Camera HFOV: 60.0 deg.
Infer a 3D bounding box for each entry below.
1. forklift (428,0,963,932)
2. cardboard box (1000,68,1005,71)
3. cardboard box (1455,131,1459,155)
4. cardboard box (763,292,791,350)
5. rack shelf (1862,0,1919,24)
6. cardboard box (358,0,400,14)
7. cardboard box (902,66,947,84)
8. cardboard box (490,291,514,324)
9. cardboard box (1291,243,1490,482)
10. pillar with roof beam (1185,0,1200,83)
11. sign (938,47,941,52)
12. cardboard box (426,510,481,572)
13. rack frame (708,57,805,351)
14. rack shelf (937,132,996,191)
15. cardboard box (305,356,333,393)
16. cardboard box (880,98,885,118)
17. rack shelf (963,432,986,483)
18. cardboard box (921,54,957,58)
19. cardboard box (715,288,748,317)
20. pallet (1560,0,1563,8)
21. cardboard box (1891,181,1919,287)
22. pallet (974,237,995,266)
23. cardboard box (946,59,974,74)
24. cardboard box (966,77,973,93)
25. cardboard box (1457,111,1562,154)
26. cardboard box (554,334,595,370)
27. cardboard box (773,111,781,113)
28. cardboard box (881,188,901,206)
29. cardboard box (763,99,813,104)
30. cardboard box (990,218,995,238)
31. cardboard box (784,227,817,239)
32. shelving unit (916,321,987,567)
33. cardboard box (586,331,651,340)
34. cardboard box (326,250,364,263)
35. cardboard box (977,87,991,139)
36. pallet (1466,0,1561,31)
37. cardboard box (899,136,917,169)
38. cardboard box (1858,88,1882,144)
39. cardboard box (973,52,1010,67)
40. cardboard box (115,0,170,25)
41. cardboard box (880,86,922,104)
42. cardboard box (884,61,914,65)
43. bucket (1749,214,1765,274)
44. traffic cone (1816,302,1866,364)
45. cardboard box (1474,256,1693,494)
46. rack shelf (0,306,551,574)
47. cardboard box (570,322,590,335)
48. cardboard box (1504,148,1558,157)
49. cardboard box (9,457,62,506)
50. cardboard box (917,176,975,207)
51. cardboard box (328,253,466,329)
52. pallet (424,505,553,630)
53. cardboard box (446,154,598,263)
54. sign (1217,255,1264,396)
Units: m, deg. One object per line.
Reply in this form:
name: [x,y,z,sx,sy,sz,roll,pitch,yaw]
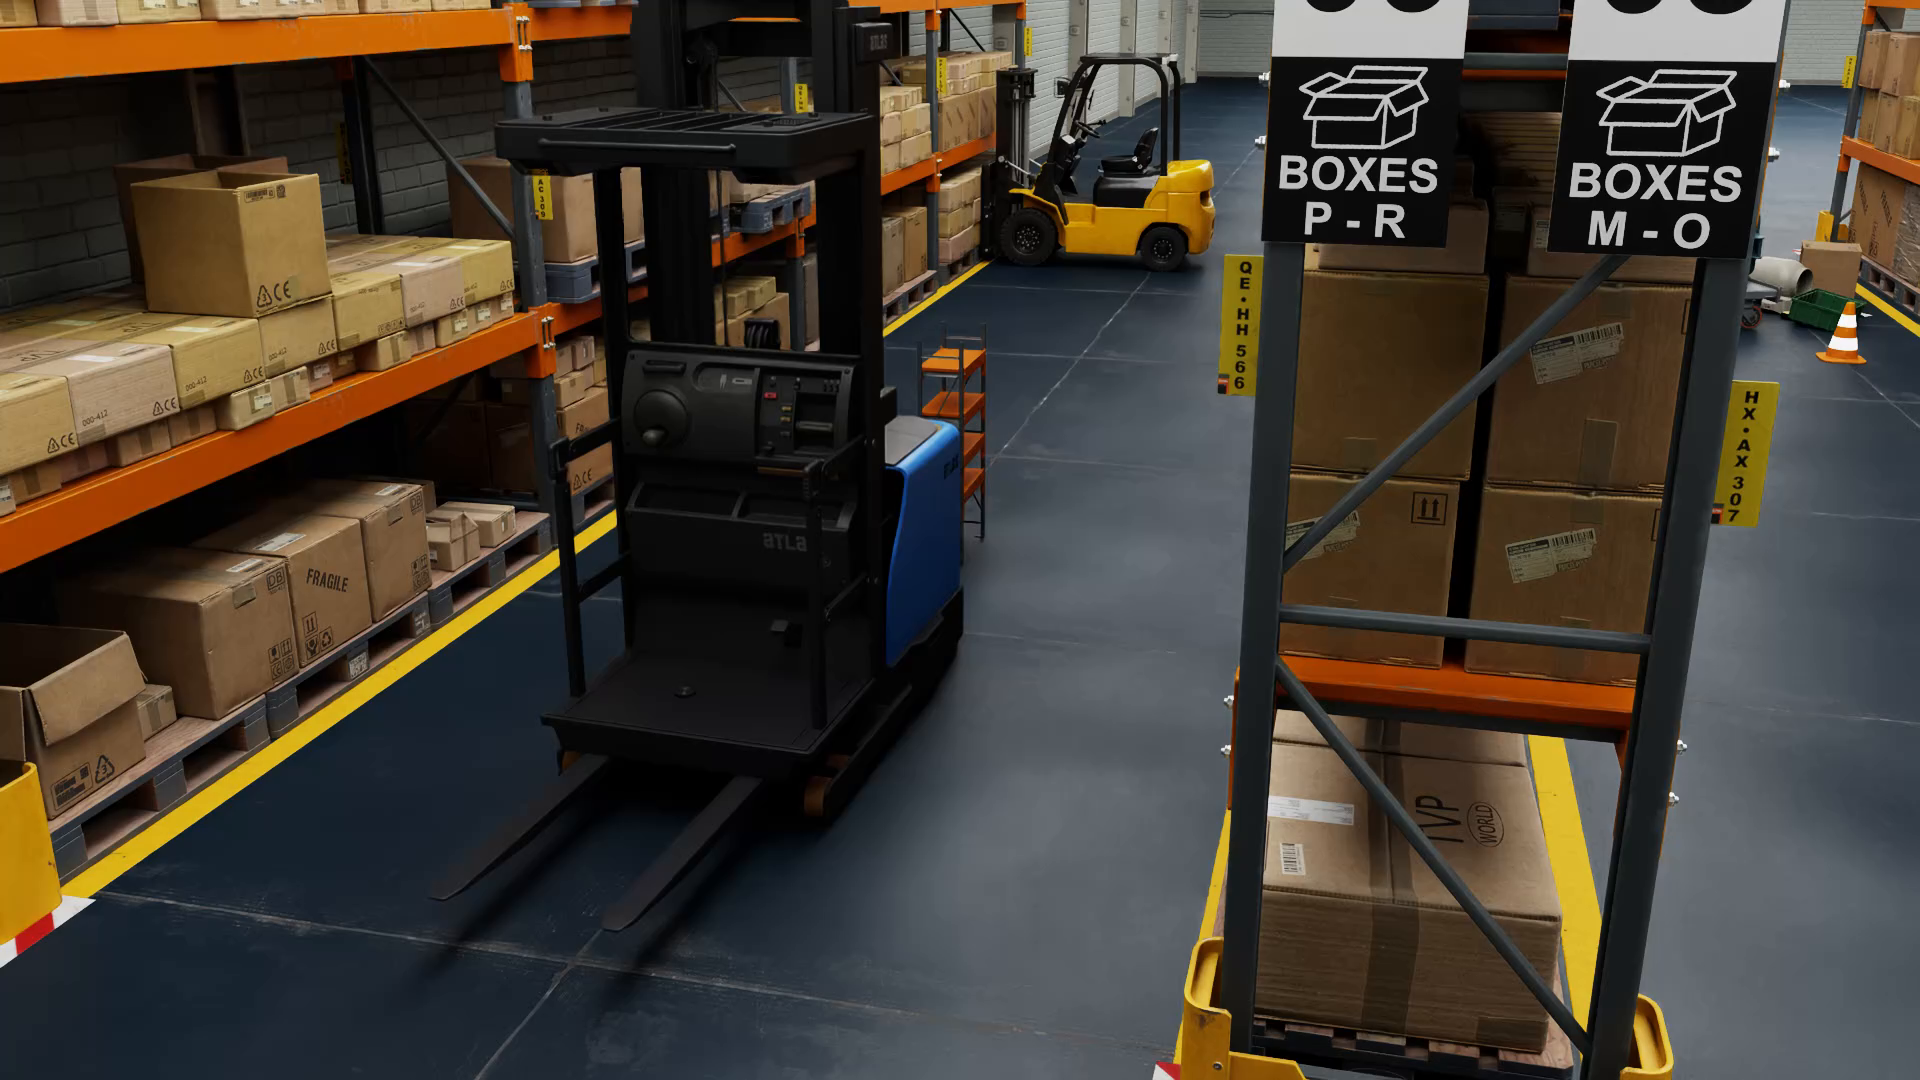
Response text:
forklift: [-0.907,-0.492,6.092,1.130,2.935,3.031,6,20,16]
cardboard box: [0.300,-5.255,18.775,0.380,0.149,0.250,5,19,14]
cardboard box: [1.559,-1.383,5.892,0.380,0.149,0.250,5,19,13]
cardboard box: [-1.580,-1.550,12.301,0.500,0.500,0.500,5,20,15]
rack shelf: [9.420,-4.893,15.344,1.077,0.370,4.000,5,19,13]
cardboard box: [-2.665,-2.358,7.197,0.380,0.149,0.250,5,19,13]
cardboard box: [-0.342,-4.509,16.128,0.380,0.149,0.250,5,20,14]
cardboard box: [-2.495,-1.191,8.422,0.380,0.149,0.250,5,19,14]
cardboard box: [1.061,-0.475,4.237,0.500,0.500,0.500,5,20,15]
pillar with roof beam: [10.730,-16.946,44.878,9.100,9.000,0.400,5,19,13]
sign: [-0.267,-5.684,19.725,0.100,0.325,0.005,5,19,13]
cardboard box: [-2.601,-0.025,8.200,0.396,0.266,0.258,5,20,15]
rack frame: [-1.685,-2.683,12.403,1.000,3.000,0.127,5,19,13]
rack shelf: [-0.219,-4.224,18.025,1.077,0.370,4.000,5,19,13]
cardboard box: [-2.890,-0.709,7.010,0.380,0.149,0.250,5,19,13]
cardboard box: [-0.849,-3.675,14.147,0.380,0.149,0.250,4,19,12]
rack shelf: [-0.040,-0.452,8.863,0.258,0.148,0.480,5,19,13]
cardboard box: [-0.242,-5.358,18.615,0.380,0.149,0.250,5,19,14]
cardboard box: [-1.704,-1.664,11.633,0.380,0.149,0.250,4,19,12]
pallet: [1.942,-2.161,6.369,1.003,0.211,1.213,5,19,13]
cardboard box: [9.369,-2.855,15.542,0.875,0.875,0.875,5,19,14]
pallet: [-0.177,-3.247,18.367,1.003,0.211,1.213,5,19,13]
cardboard box: [-0.061,-4.998,17.562,0.380,0.149,0.250,5,19,14]
cardboard box: [-0.079,-4.689,17.117,0.380,0.149,0.250,4,19,13]
cardboard box: [2.145,-1.593,6.506,0.380,0.149,0.250,5,19,13]
cardboard box: [-2.300,-1.070,9.433,0.380,0.149,0.250,4,19,11]
cardboard box: [-1.258,-3.198,12.752,0.380,0.149,0.250,5,20,15]
cardboard box: [-0.775,-3.477,16.785,0.500,0.250,0.500,5,20,14]
cardboard box: [-1.446,-3.638,14.041,0.380,0.149,0.250,5,20,15]
cardboard box: [0.094,-3.440,18.224,0.500,0.250,0.500,5,20,15]
cardboard box: [-1.203,-2.369,14.507,0.875,0.625,0.625,4,19,11]
shelving unit: [-0.040,-0.516,8.842,0.258,1.200,0.503,5,19,13]
cardboard box: [-2.121,-1.180,10.217,0.380,0.149,0.250,5,19,13]
cardboard box: [-3.161,-1.208,7.855,0.500,0.250,0.500,4,19,13]
cardboard box: [0.031,-4.582,17.808,0.500,0.500,0.500,5,19,14]
pallet: [1.345,-1.396,4.130,1.003,0.211,1.213,5,19,13]
cardboard box: [-0.695,-3.529,15.112,0.500,0.250,0.500,5,19,13]
cardboard box: [9.862,-4.392,17.173,0.875,0.550,0.550,5,19,13]
cardboard box: [0.356,-5.477,18.964,0.380,0.149,0.250,5,19,13]
cardboard box: [-3.001,-1.874,5.781,0.380,0.149,0.250,5,19,13]
cardboard box: [-0.576,-4.167,15.588,0.380,0.149,0.250,5,20,15]
cardboard box: [-0.686,-4.879,17.211,0.380,0.149,0.250,4,19,12]
bucket: [6.729,-2.582,14.819,0.726,0.611,0.620,12,32,32]
traffic cone: [7.139,-1.685,13.406,0.336,0.463,0.334,5,19,13]
cardboard box: [1.568,-0.433,4.114,0.500,0.500,0.500,4,19,12]
rack shelf: [-3.151,-0.462,7.013,1.077,0.370,4.000,5,19,13]
cardboard box: [-2.577,-1.300,10.566,0.380,0.149,0.250,5,19,14]
cardboard box: [1.861,-1.107,5.084,0.380,0.149,0.250,5,19,14]
cardboard box: [-3.276,-0.222,5.585,0.380,0.149,0.250,5,20,15]
cardboard box: [-0.151,-3.594,17.127,0.500,0.250,0.500,5,19,13]
cardboard box: [-2.658,-1.162,7.722,0.500,0.250,0.500,5,19,14]
pallet: [-2.831,0.105,8.553,1.003,0.211,1.213,5,19,13]
cardboard box: [-2.327,-1.810,9.041,0.700,0.500,0.500,5,20,15]
sign: [0.652,-0.492,3.830,0.100,0.325,0.005,5,19,13]
